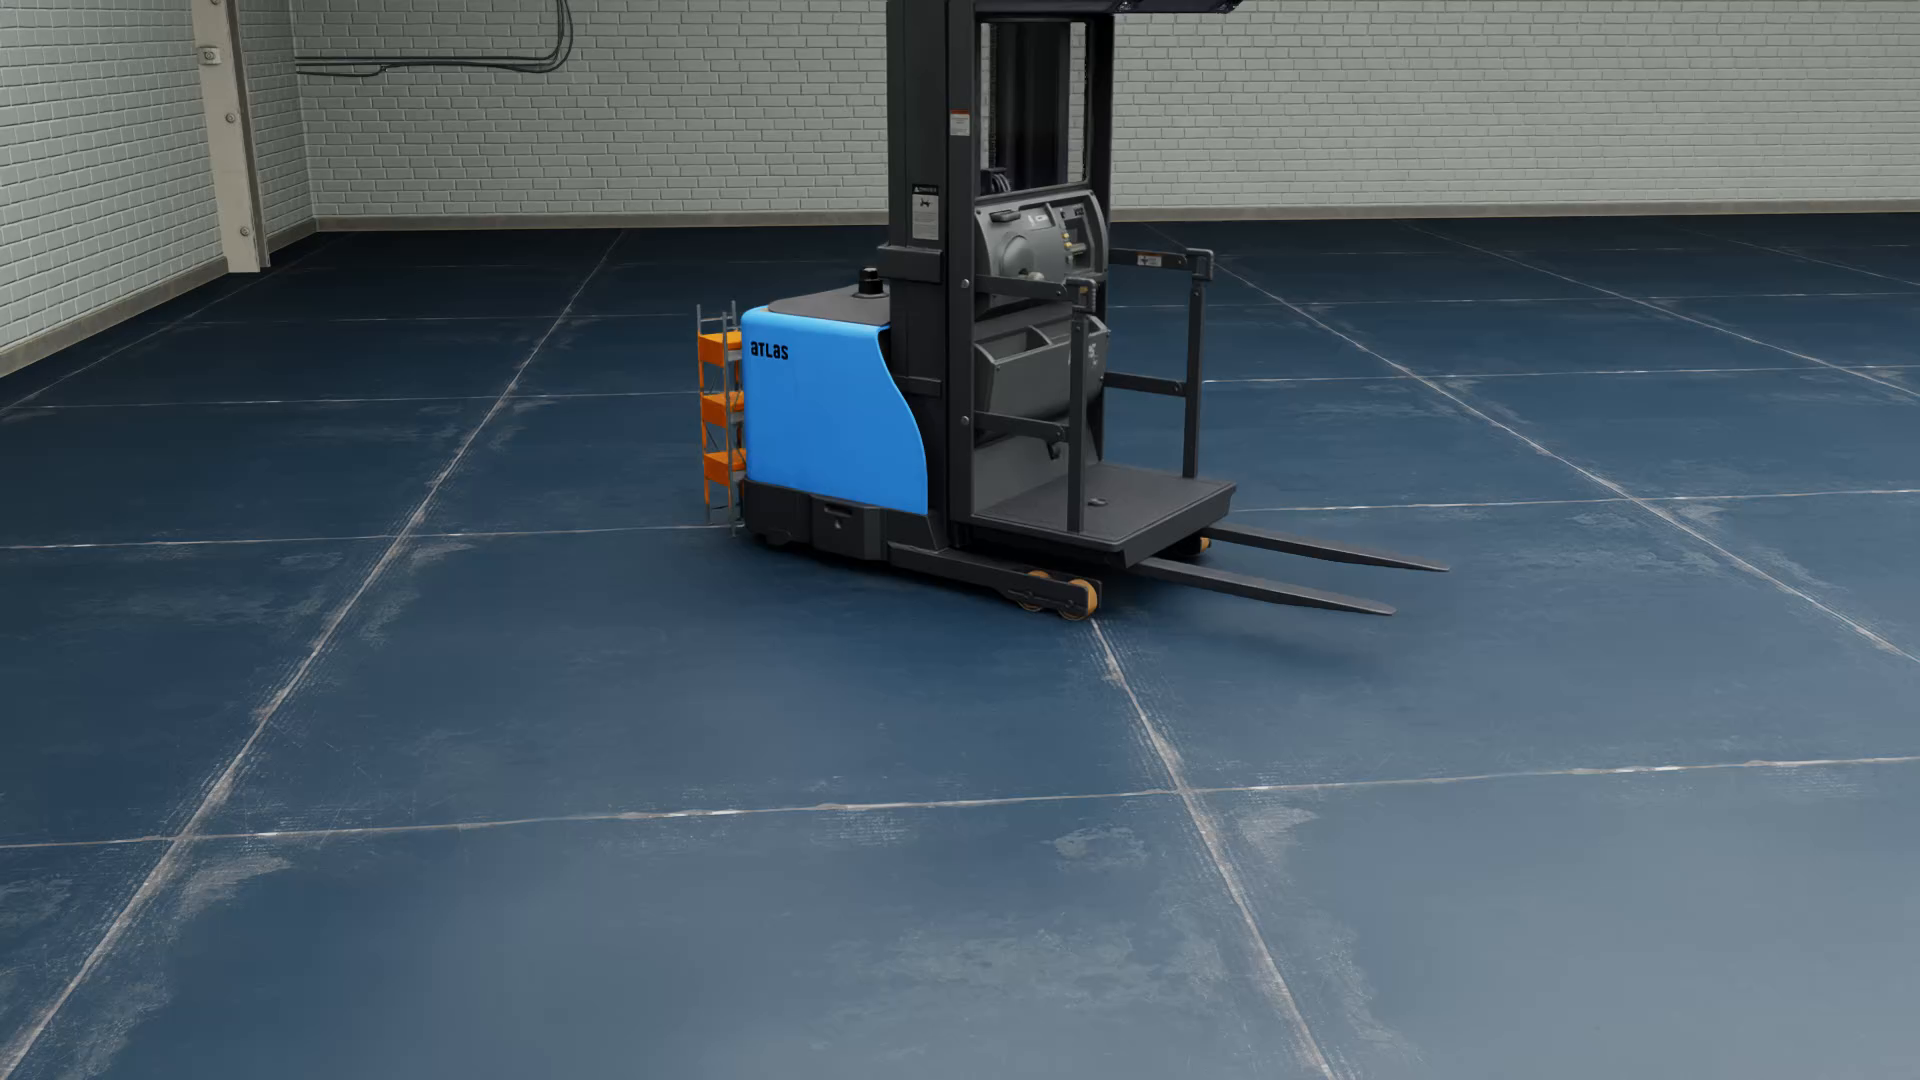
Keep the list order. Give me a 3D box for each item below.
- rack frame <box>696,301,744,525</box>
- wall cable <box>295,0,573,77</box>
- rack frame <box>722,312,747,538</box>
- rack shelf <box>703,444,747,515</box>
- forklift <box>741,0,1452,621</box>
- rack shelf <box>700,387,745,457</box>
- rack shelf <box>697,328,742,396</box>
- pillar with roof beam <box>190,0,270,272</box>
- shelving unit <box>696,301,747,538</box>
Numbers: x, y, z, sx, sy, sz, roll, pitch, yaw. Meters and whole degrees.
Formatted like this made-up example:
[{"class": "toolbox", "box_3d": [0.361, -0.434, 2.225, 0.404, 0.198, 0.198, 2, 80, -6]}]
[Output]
[{"class": "rack frame", "box_3d": [-1.123, -0.589, 7.801, 0.200, 1.050, 0.008, -13, 21, -35]}, {"class": "wall cable", "box_3d": [-5.817, -6.327, 17.991, 3.097, 2.526, 0.112, -2, 18, -6]}, {"class": "rack frame", "box_3d": [-0.978, -0.531, 7.614, 0.200, 1.050, 0.008, -13, 21, -35]}, {"class": "rack shelf", "box_3d": [-1.051, -0.285, 7.794, 0.215, 0.259, 0.240, -13, 21, -35]}, {"class": "forklift", "box_3d": [0.519, -1.254, 6.779, 3.031, 2.935, 1.130, 12, 21, 33]}, {"class": "rack shelf", "box_3d": [-1.051, -0.550, 7.711, 0.215, 0.259, 0.240, -13, 21, -35]}, {"class": "rack shelf", "box_3d": [-1.051, -0.821, 7.626, 0.215, 0.259, 0.240, -13, 21, -35]}, {"class": "pillar with roof beam", "box_3d": [-2.546, -7.023, 15.024, 9.100, 9.000, 0.400, -2, 18, -6]}, {"class": "shelving unit", "box_3d": [-1.051, -0.560, 7.708, 0.215, 1.050, 0.252, -13, 21, -35]}]
